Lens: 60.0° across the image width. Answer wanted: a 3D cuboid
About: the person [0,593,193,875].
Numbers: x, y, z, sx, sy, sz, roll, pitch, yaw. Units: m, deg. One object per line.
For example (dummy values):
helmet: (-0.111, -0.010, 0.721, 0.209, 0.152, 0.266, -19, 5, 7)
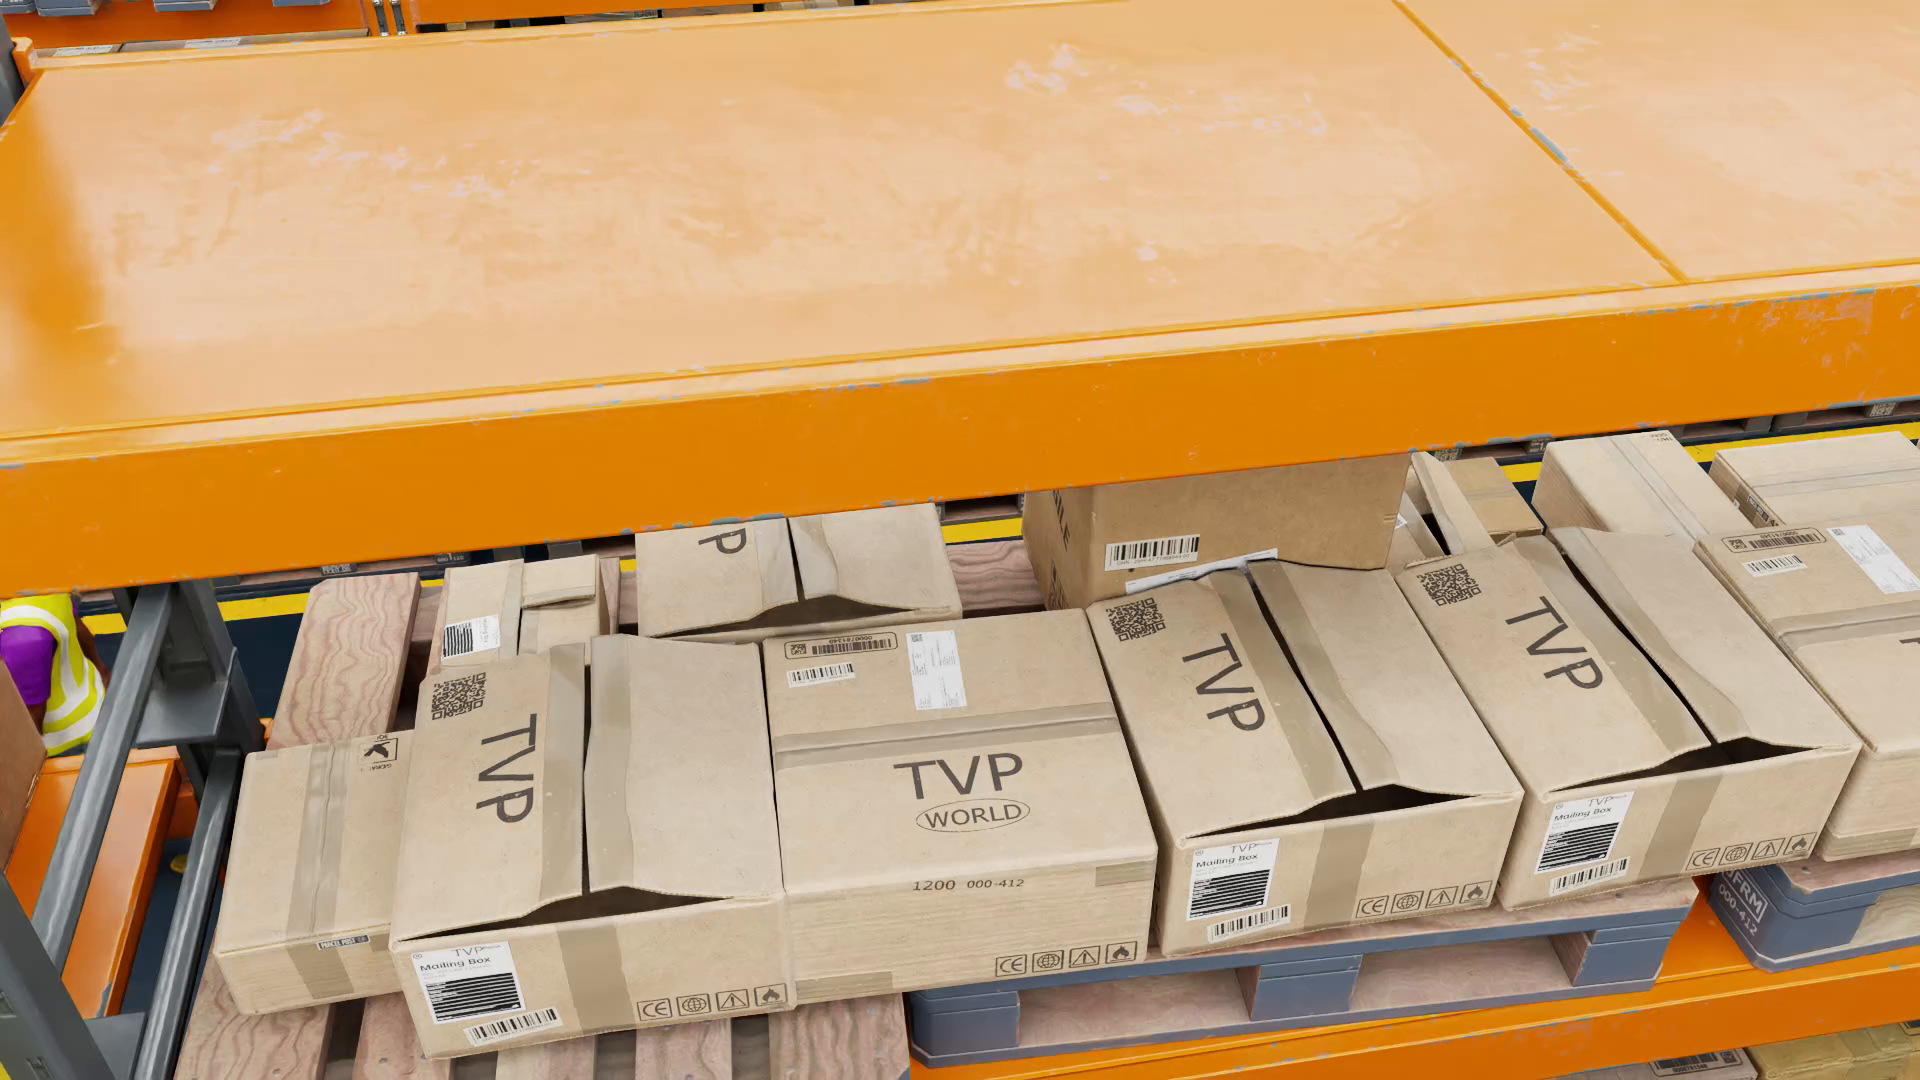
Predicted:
person: (-3.224, 0.633, 5.838, 1.033, 1.724, 0.606, -16, 41, -19)
